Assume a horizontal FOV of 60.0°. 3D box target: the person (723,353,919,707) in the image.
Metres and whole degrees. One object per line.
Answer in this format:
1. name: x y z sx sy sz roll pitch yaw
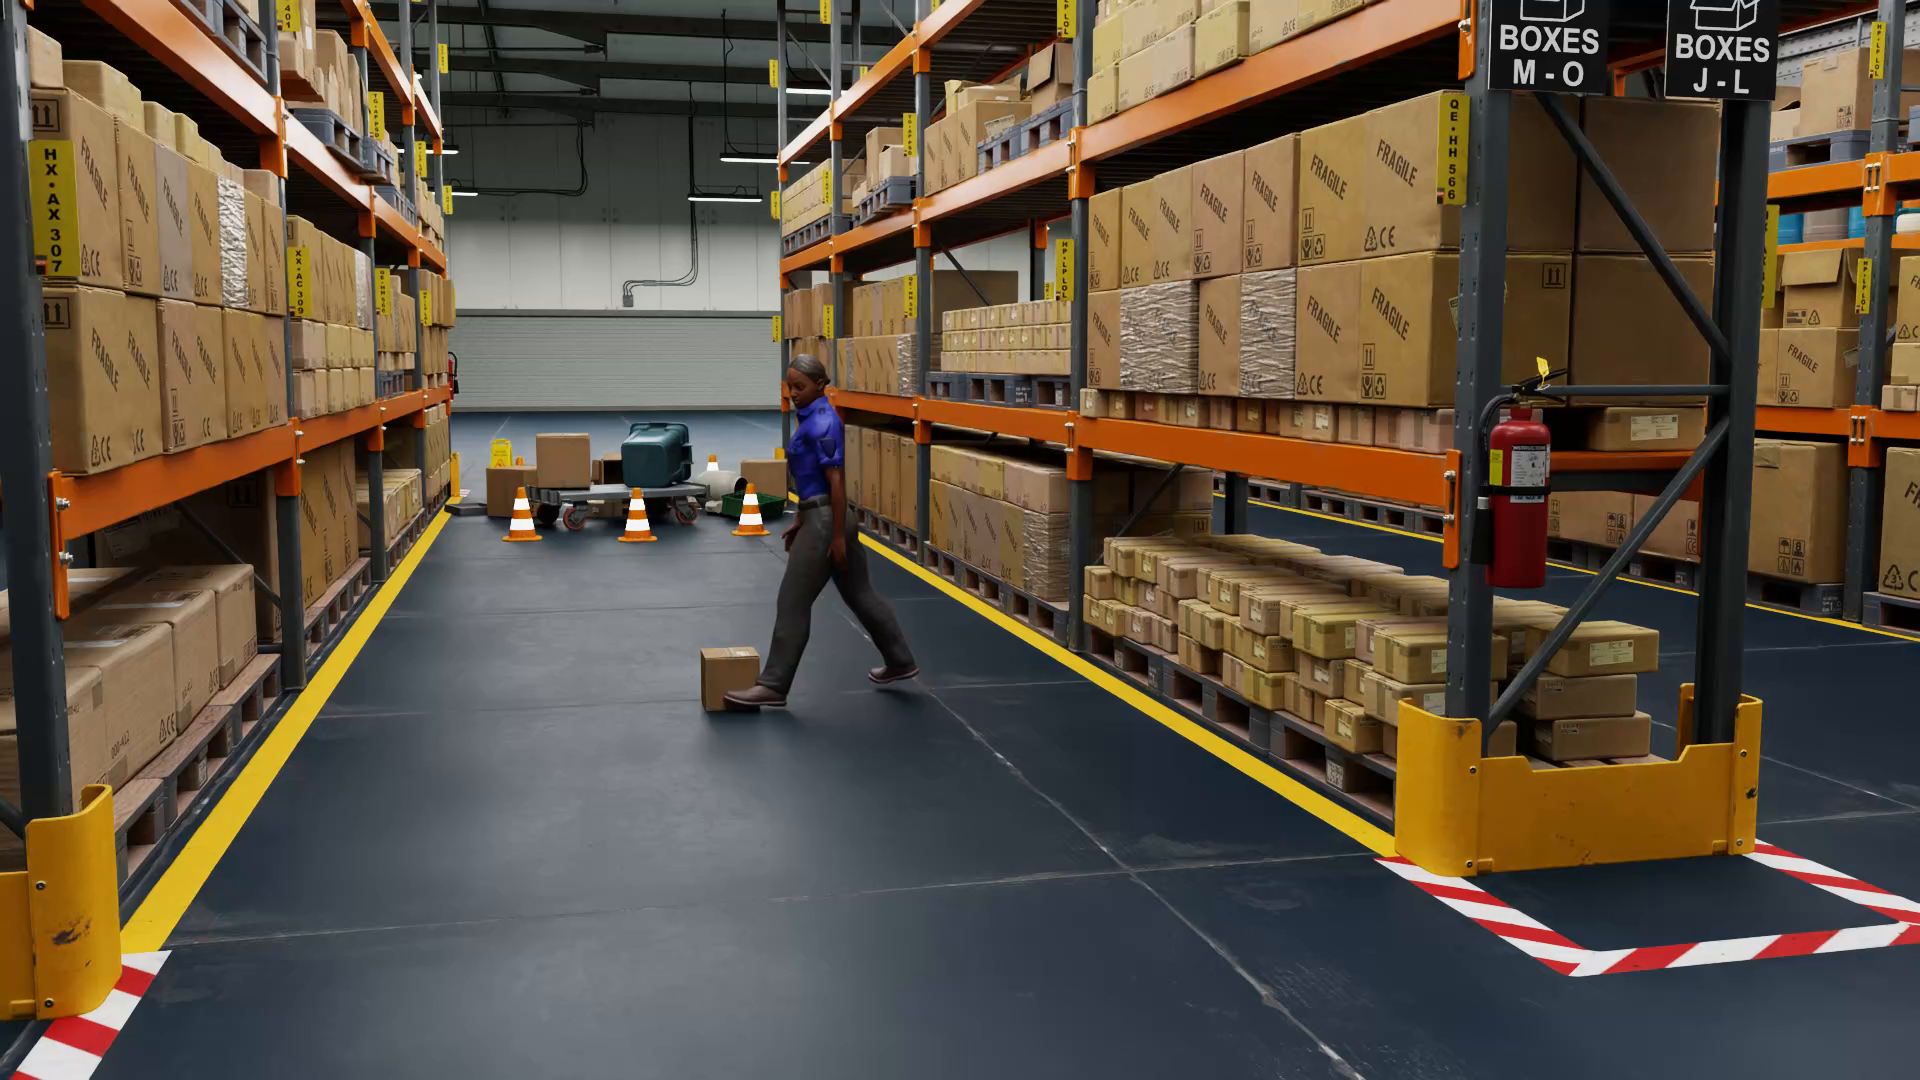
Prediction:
1. person: -0.643 -0.063 7.802 0.903 1.615 0.615 0 6 -2
